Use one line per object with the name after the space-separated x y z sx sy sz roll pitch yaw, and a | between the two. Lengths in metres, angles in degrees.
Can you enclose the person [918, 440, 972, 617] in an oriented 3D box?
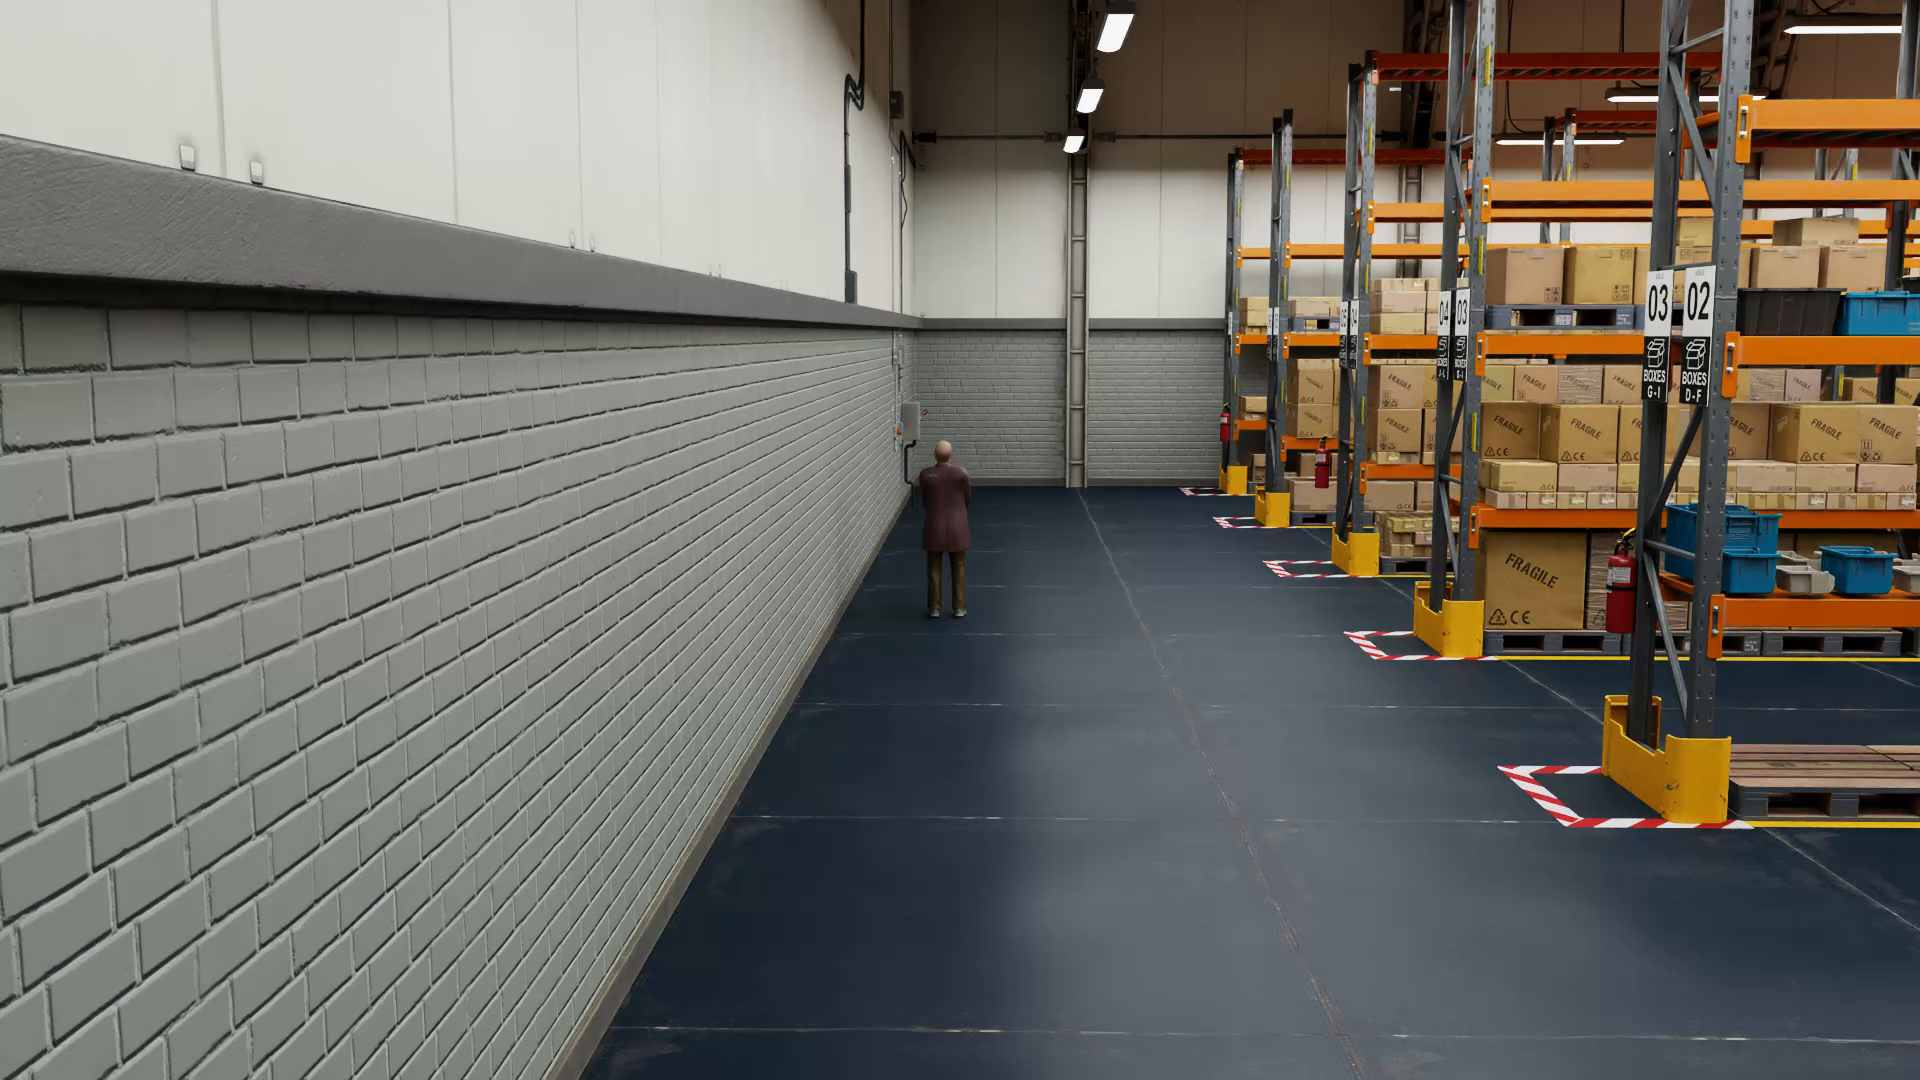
-0.144 -0.129 16.714 0.530 1.769 0.555 0 7 2 | person
